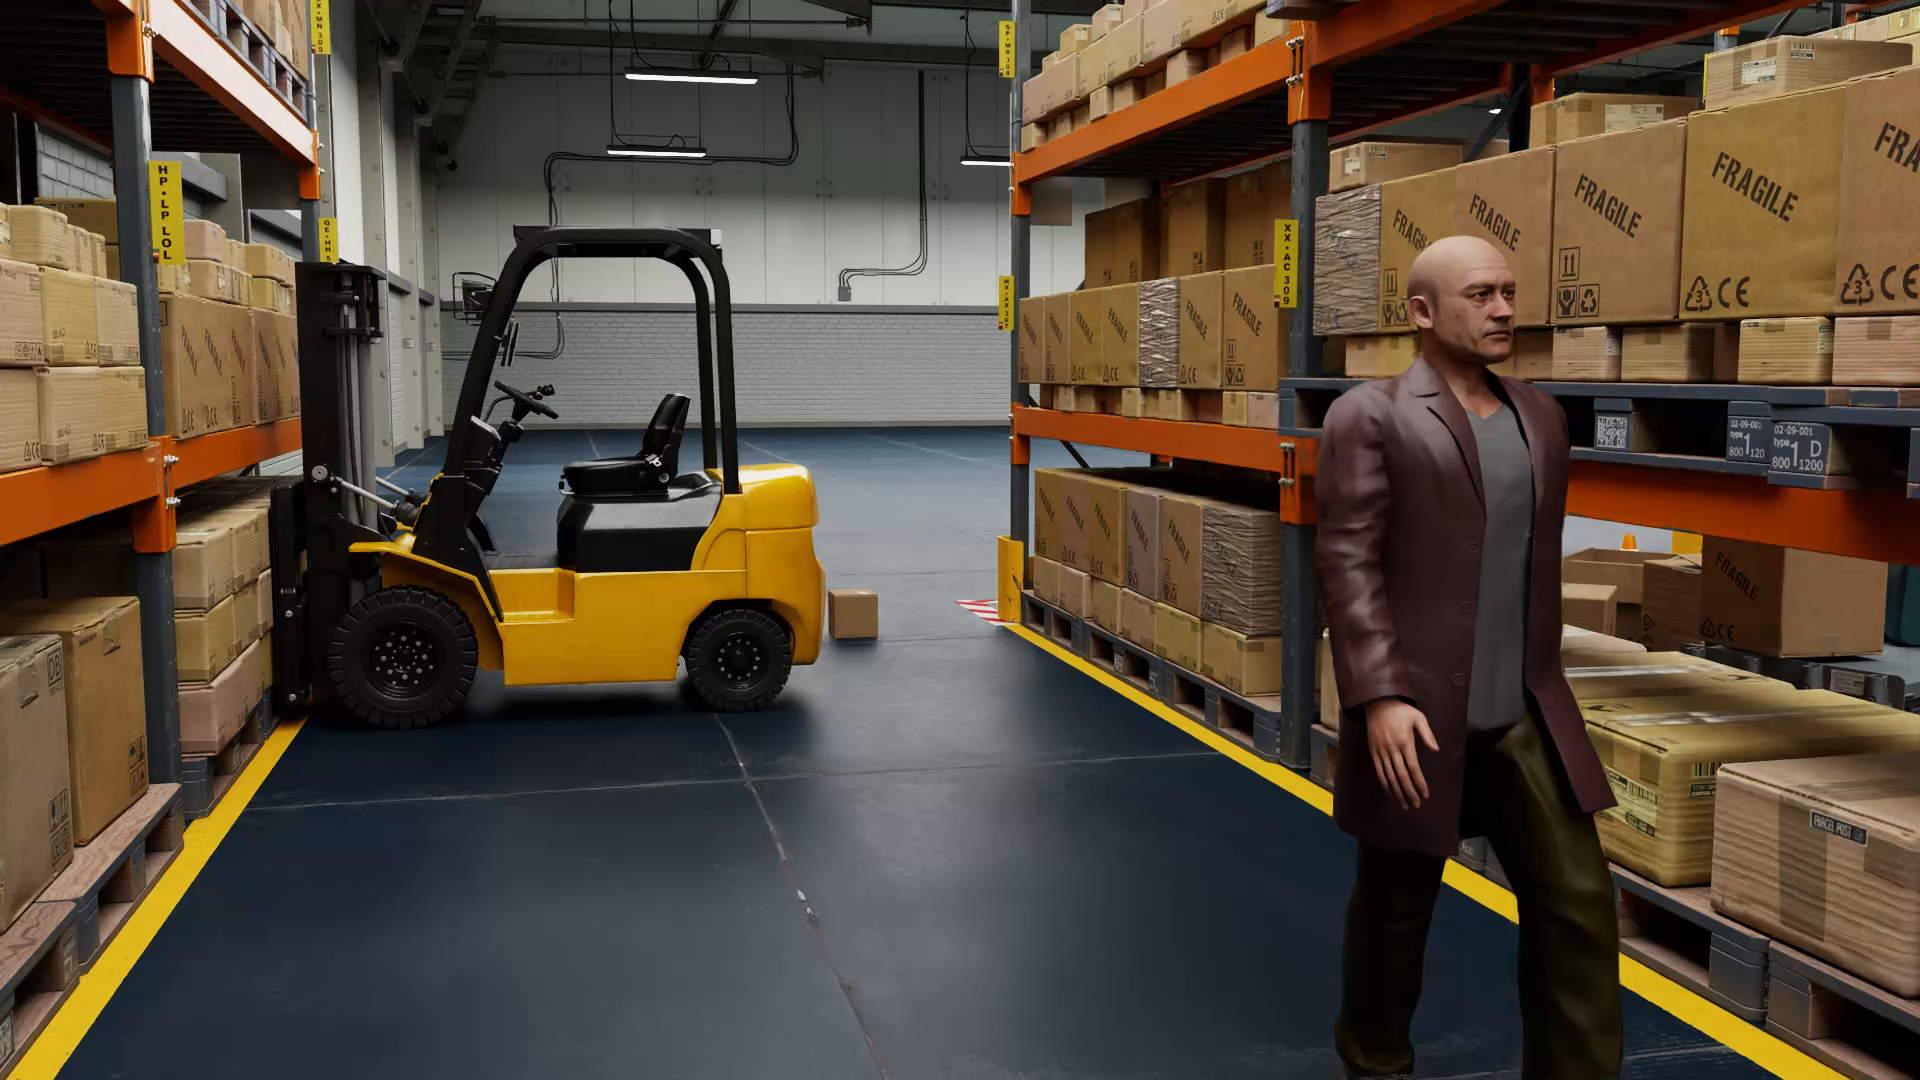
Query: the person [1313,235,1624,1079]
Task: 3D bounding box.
[{"bbox_3d":[0.945,0.355,3.077,0.596,1.825,0.811,-2,6,-15],"label":"person"}]
